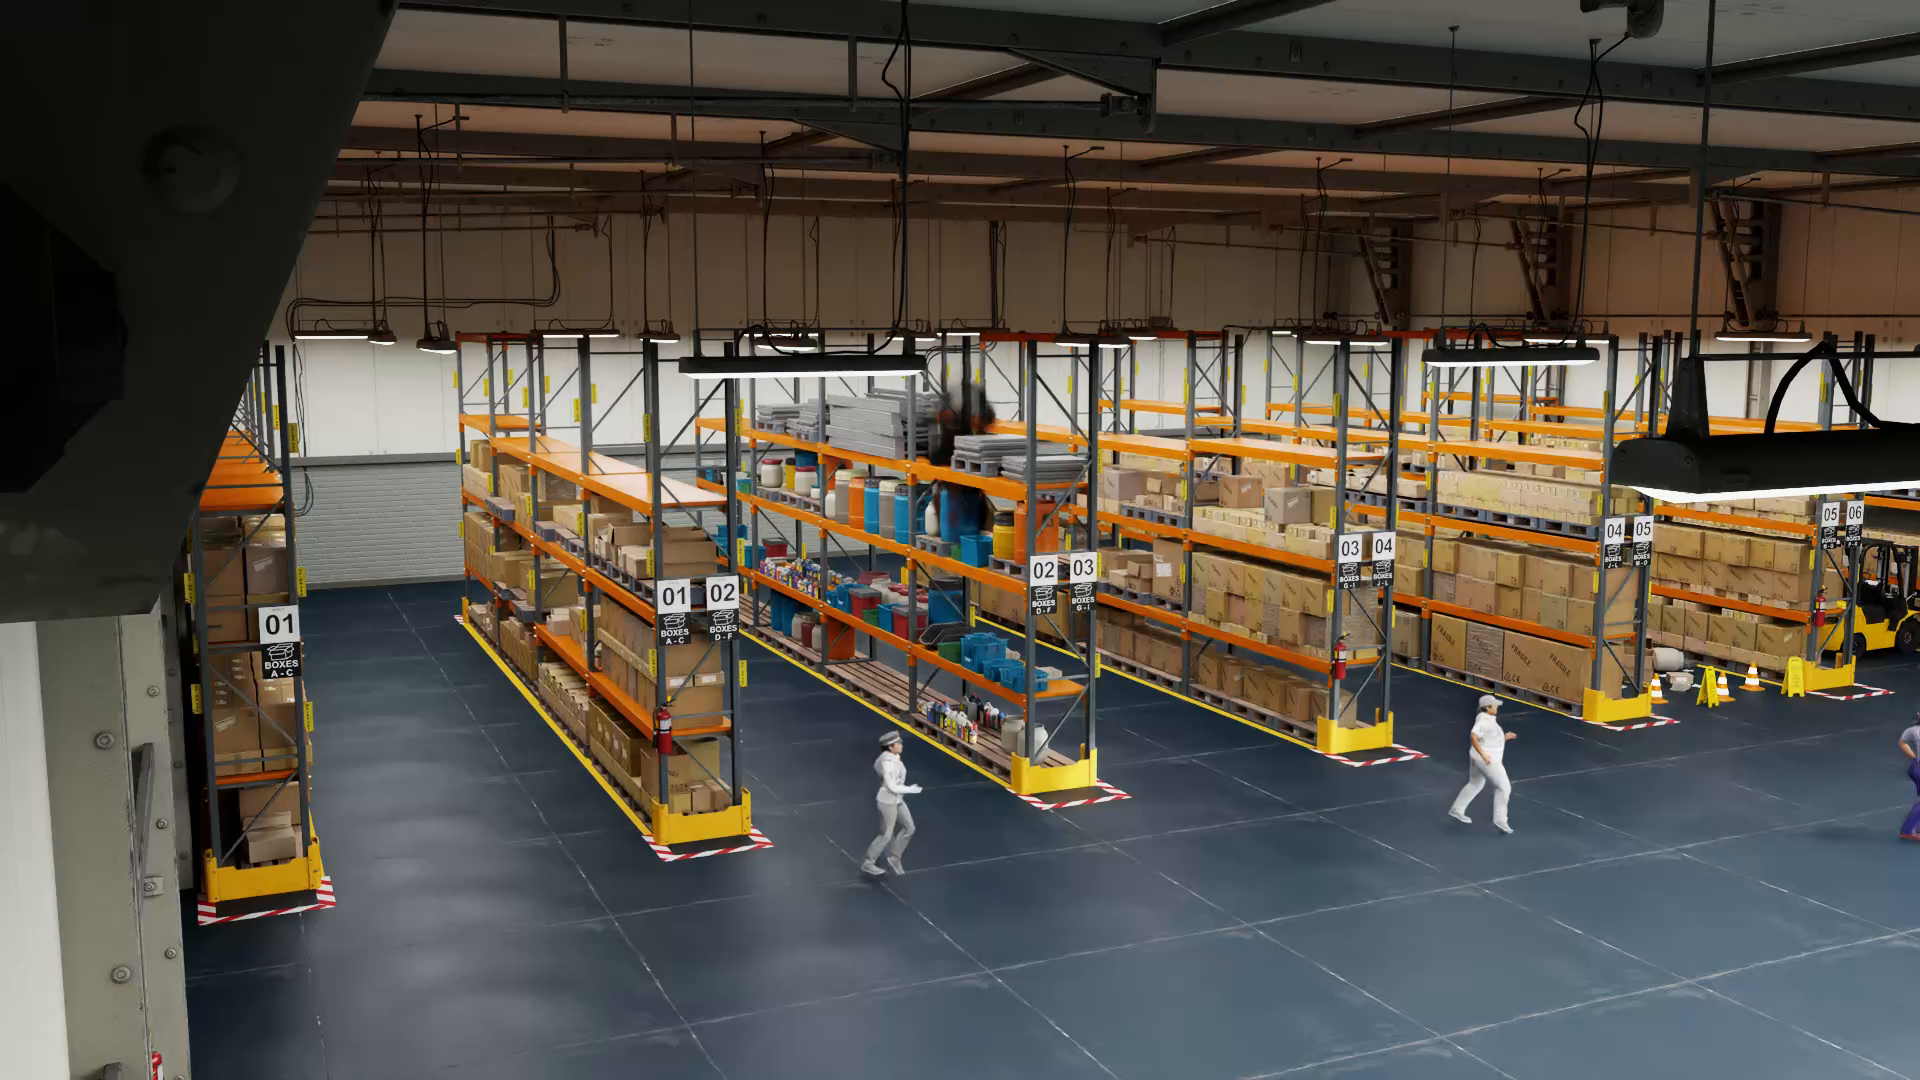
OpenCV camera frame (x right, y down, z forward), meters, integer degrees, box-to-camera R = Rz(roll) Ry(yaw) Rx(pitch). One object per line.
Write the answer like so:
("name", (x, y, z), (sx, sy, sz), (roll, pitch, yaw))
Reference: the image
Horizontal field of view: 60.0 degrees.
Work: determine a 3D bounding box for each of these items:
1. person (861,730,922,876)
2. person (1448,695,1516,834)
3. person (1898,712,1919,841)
("person", (-0.765, 2.993, 18.782), (0.705, 1.747, 0.635), (1, 8, 6))
("person", (6.465, 2.758, 20.500), (0.755, 1.728, 0.581), (0, 8, 2))
("person", (11.694, 2.845, 20.061), (0.603, 1.622, 0.588), (1, 8, 9))
